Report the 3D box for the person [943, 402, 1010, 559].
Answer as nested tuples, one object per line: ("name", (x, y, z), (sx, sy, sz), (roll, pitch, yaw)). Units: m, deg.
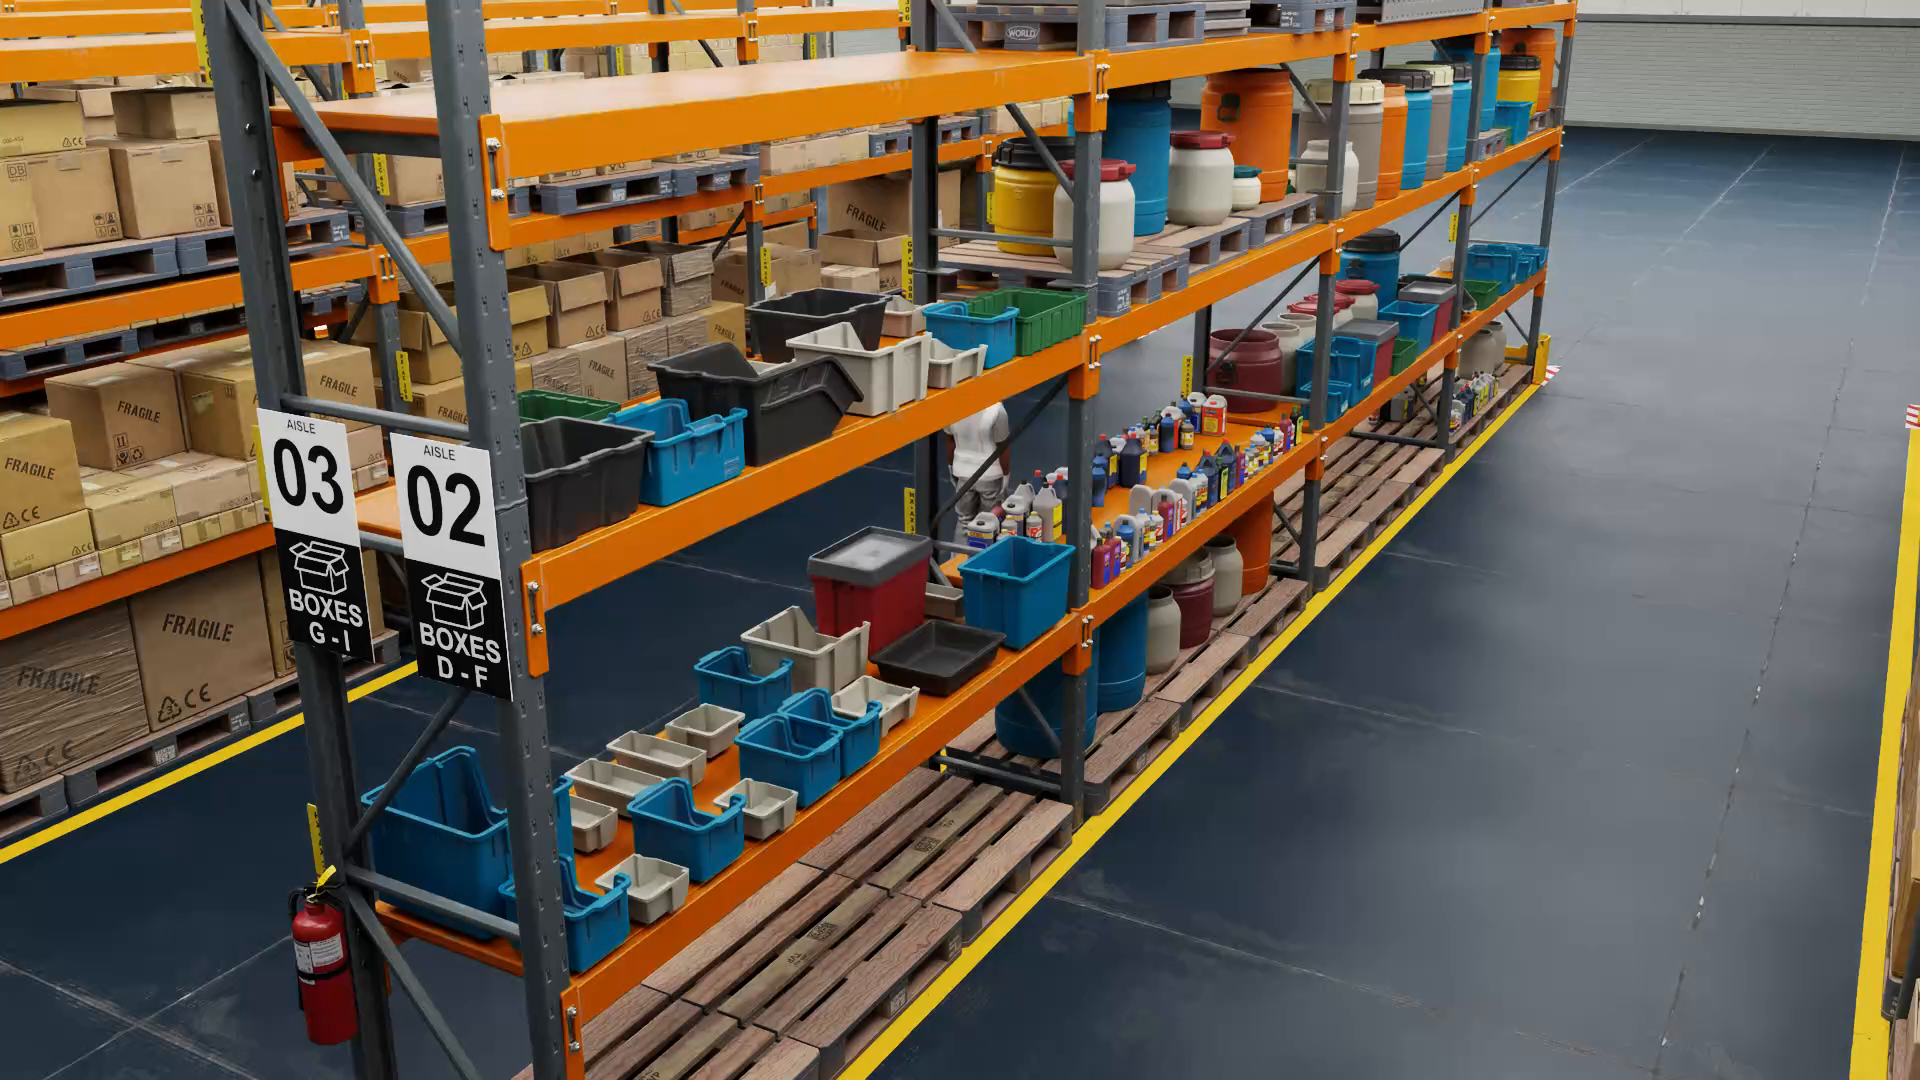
("person", (0.140, -0.518, 12.434), (0.542, 1.718, 0.349), (11, 22, 29))
